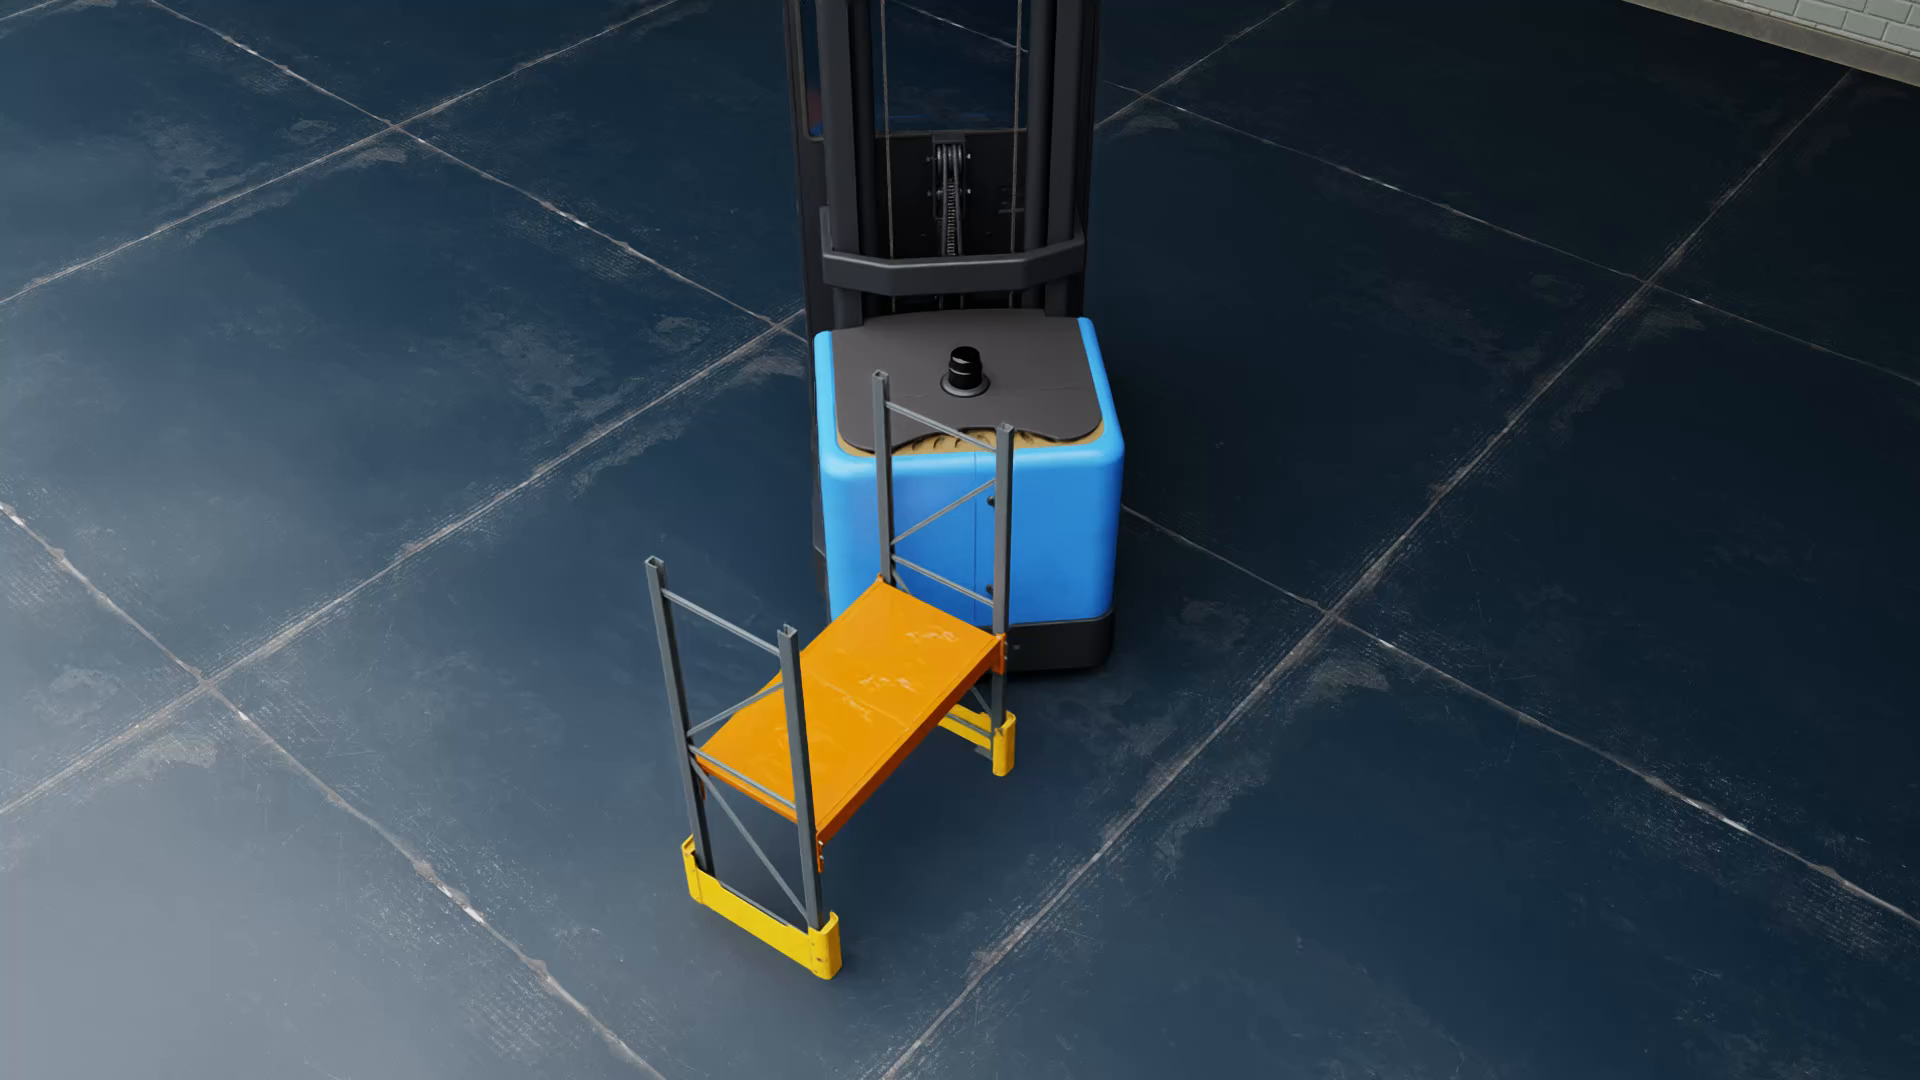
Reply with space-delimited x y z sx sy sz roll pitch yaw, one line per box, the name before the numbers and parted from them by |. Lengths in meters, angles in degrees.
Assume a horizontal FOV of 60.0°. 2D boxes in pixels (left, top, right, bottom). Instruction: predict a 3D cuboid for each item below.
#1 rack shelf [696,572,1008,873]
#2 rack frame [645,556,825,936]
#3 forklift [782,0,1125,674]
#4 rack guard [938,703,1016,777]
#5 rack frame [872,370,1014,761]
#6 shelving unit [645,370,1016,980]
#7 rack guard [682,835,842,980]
rack shelf | -0.343 0.551 5.296 0.538 0.185 1.000 25 48 25
rack frame | -0.631 0.700 4.865 0.500 1.500 0.032 25 48 25
forklift | -0.086 -1.551 6.278 1.130 2.935 3.031 -4 42 -4
rack guard | -0.066 0.610 5.894 0.587 0.250 0.087 25 48 25
rack frame | -0.055 0.137 5.485 0.500 1.500 0.032 25 48 25
shelving unit | -0.348 0.423 5.170 0.587 1.500 1.083 25 48 25
rack guard | -0.631 1.162 5.287 0.587 0.250 0.087 25 48 25
